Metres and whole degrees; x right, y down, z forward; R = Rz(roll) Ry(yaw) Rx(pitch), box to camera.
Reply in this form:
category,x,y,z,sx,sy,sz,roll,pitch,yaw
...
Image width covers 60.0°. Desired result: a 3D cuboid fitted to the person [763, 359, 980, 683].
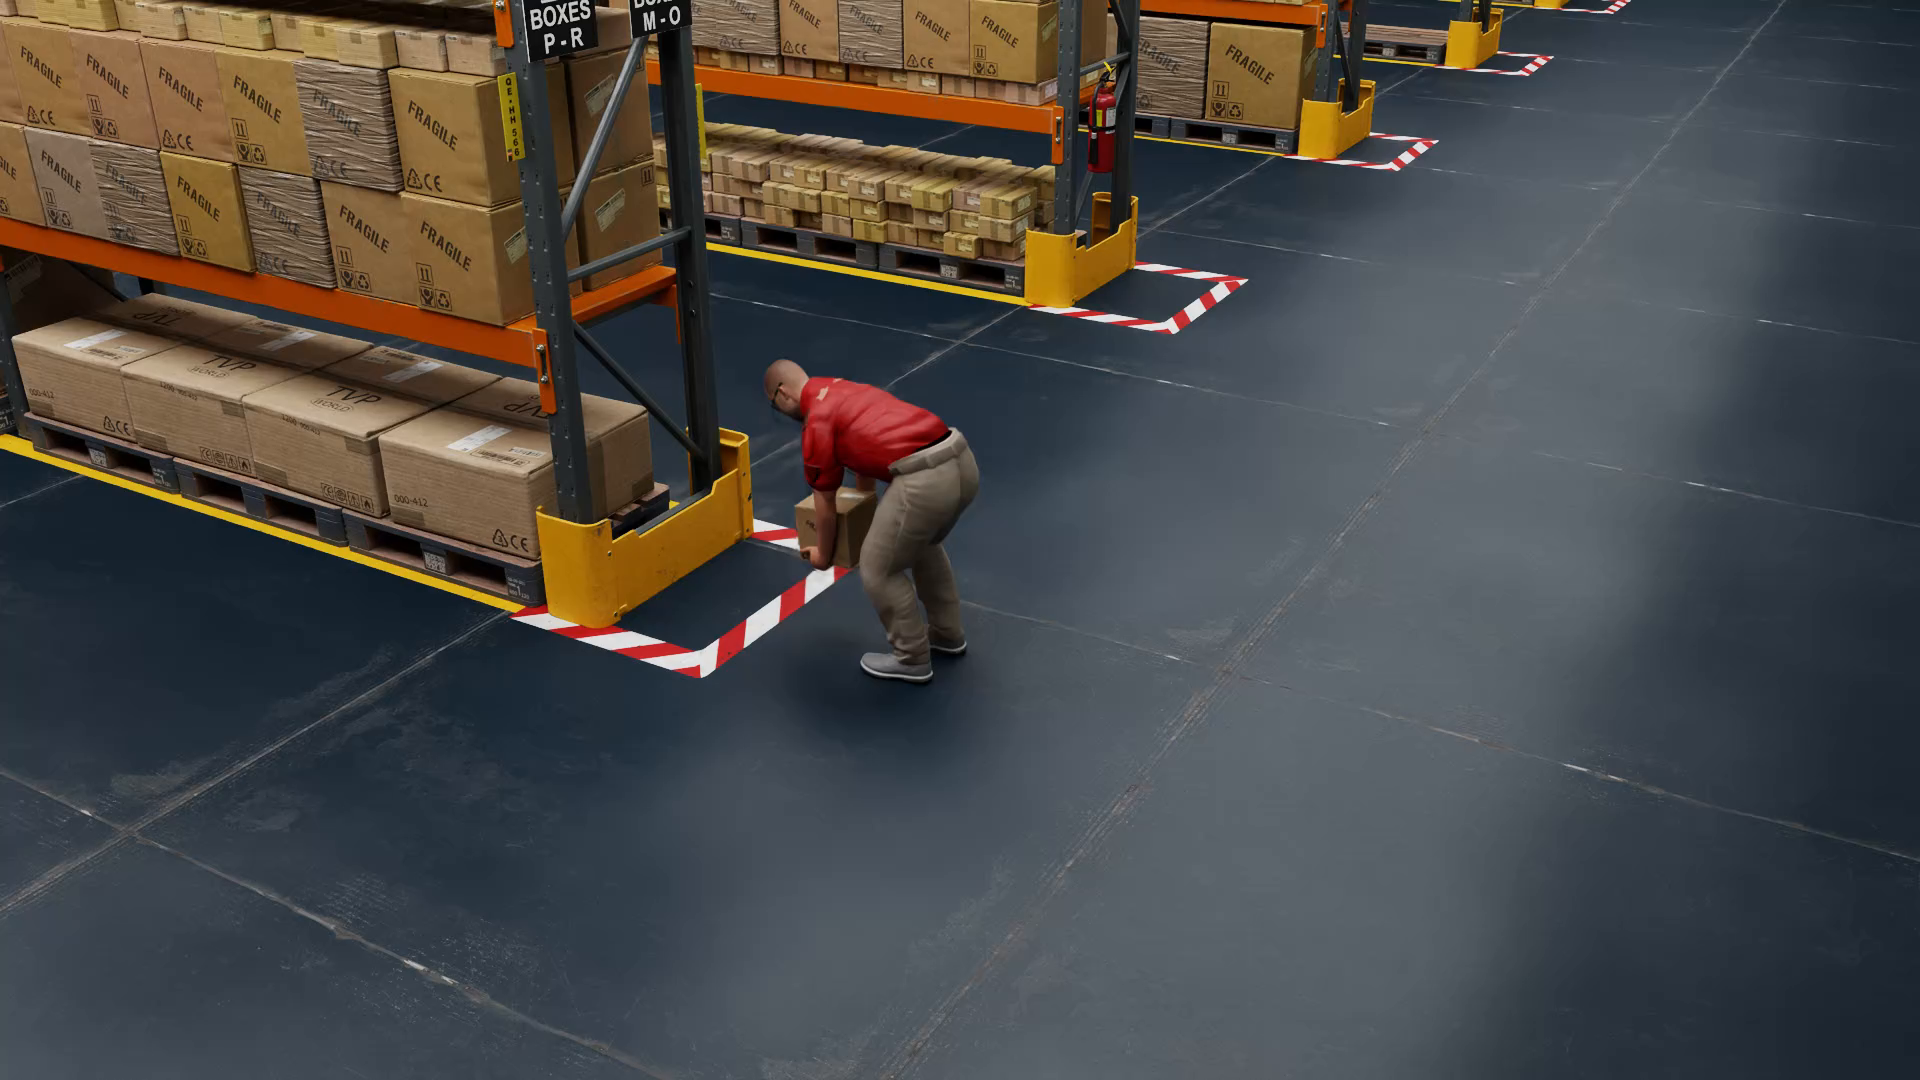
category,x,y,z,sx,sy,sz,roll,pitch,yaw
person,-0.379,-0.096,6.872,0.925,1.250,0.483,13,29,25
